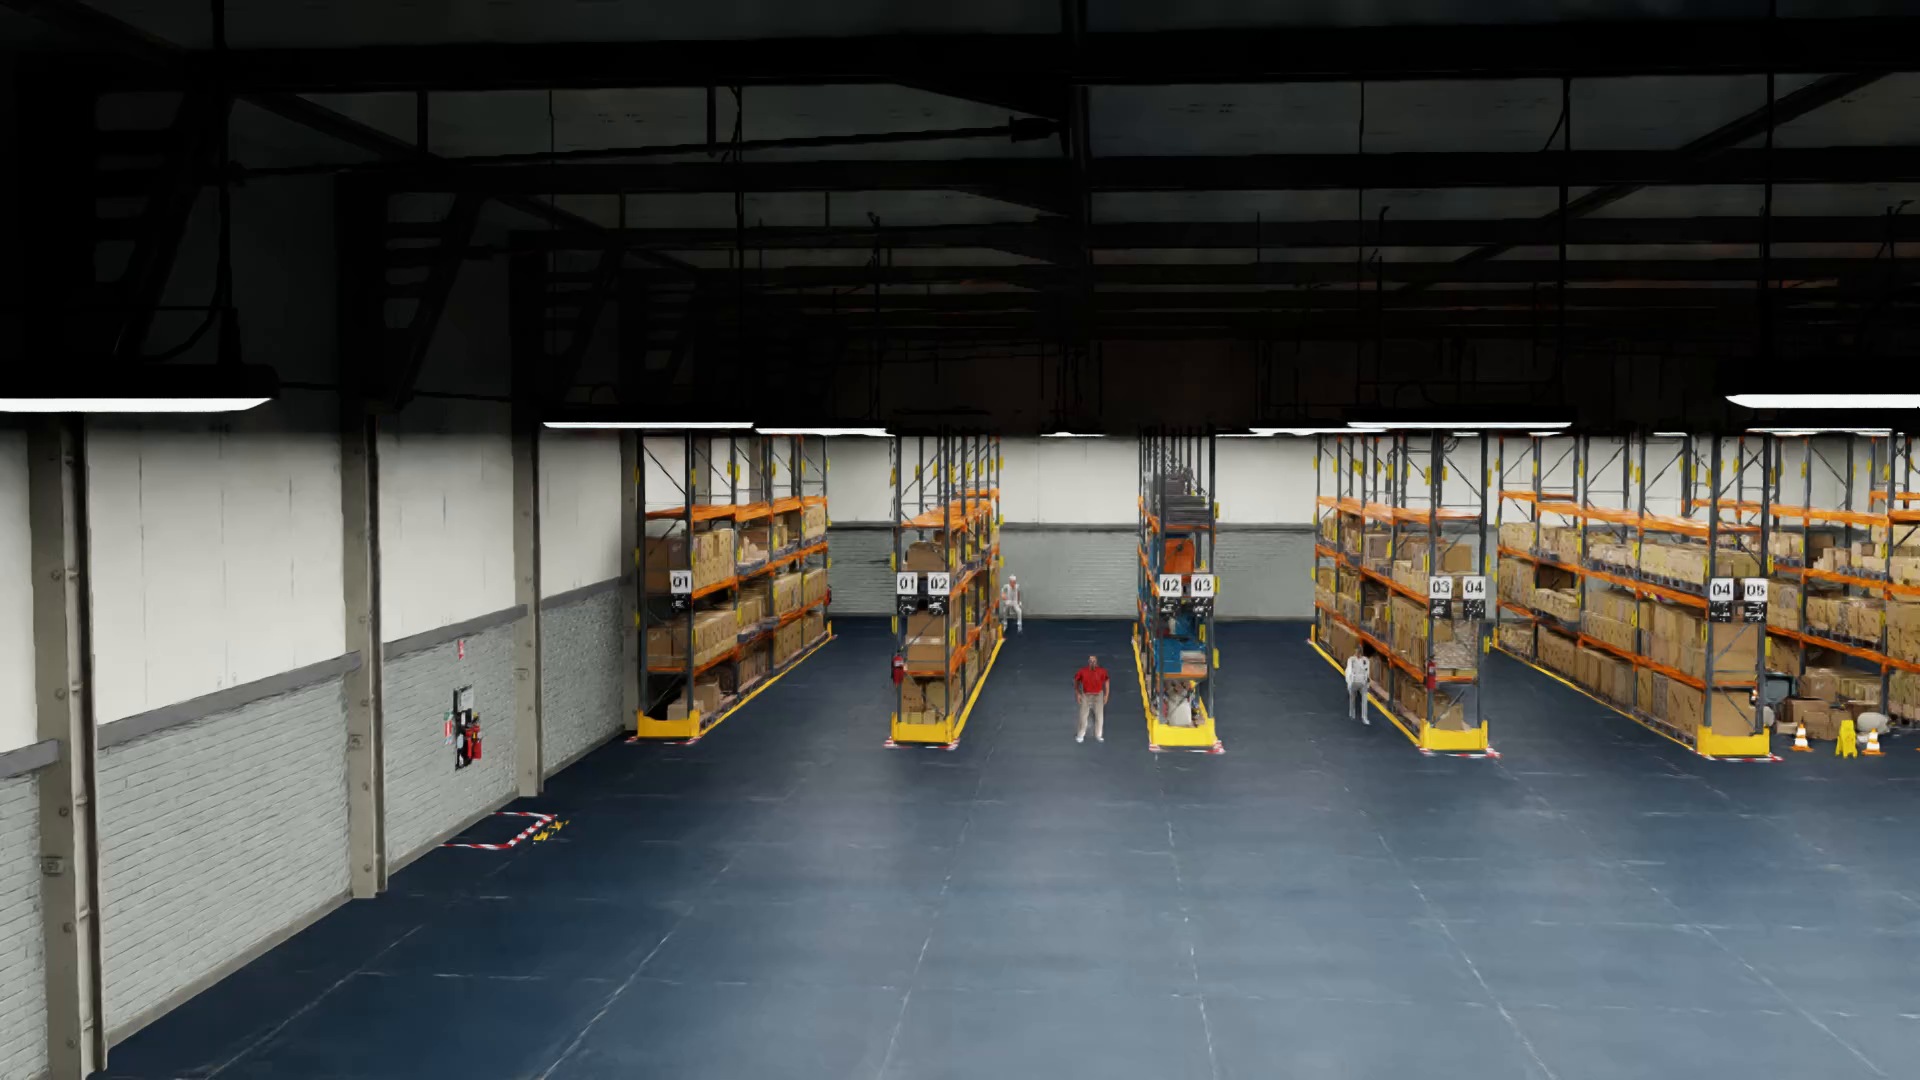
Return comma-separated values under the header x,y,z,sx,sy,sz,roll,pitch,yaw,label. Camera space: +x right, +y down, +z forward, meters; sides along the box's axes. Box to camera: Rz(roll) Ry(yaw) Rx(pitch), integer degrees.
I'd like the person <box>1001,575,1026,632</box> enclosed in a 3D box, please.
x,y,z,sx,sy,sz,roll,pitch,yaw,label
1.521,1.875,48.960,0.675,1.727,0.774,-1,4,-16,person

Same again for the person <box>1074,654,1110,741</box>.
x,y,z,sx,sy,sz,roll,pitch,yaw,label
2.491,2.977,31.429,0.682,1.676,0.529,0,3,3,person

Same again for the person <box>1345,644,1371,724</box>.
x,y,z,sx,sy,sz,roll,pitch,yaw,label
8.028,2.857,33.543,0.495,1.570,1.086,0,4,8,person

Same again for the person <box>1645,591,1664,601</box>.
x,y,z,sx,sy,sz,roll,pitch,yaw,label
19.632,1.970,47.034,0.387,1.759,0.646,-2,4,-26,person
